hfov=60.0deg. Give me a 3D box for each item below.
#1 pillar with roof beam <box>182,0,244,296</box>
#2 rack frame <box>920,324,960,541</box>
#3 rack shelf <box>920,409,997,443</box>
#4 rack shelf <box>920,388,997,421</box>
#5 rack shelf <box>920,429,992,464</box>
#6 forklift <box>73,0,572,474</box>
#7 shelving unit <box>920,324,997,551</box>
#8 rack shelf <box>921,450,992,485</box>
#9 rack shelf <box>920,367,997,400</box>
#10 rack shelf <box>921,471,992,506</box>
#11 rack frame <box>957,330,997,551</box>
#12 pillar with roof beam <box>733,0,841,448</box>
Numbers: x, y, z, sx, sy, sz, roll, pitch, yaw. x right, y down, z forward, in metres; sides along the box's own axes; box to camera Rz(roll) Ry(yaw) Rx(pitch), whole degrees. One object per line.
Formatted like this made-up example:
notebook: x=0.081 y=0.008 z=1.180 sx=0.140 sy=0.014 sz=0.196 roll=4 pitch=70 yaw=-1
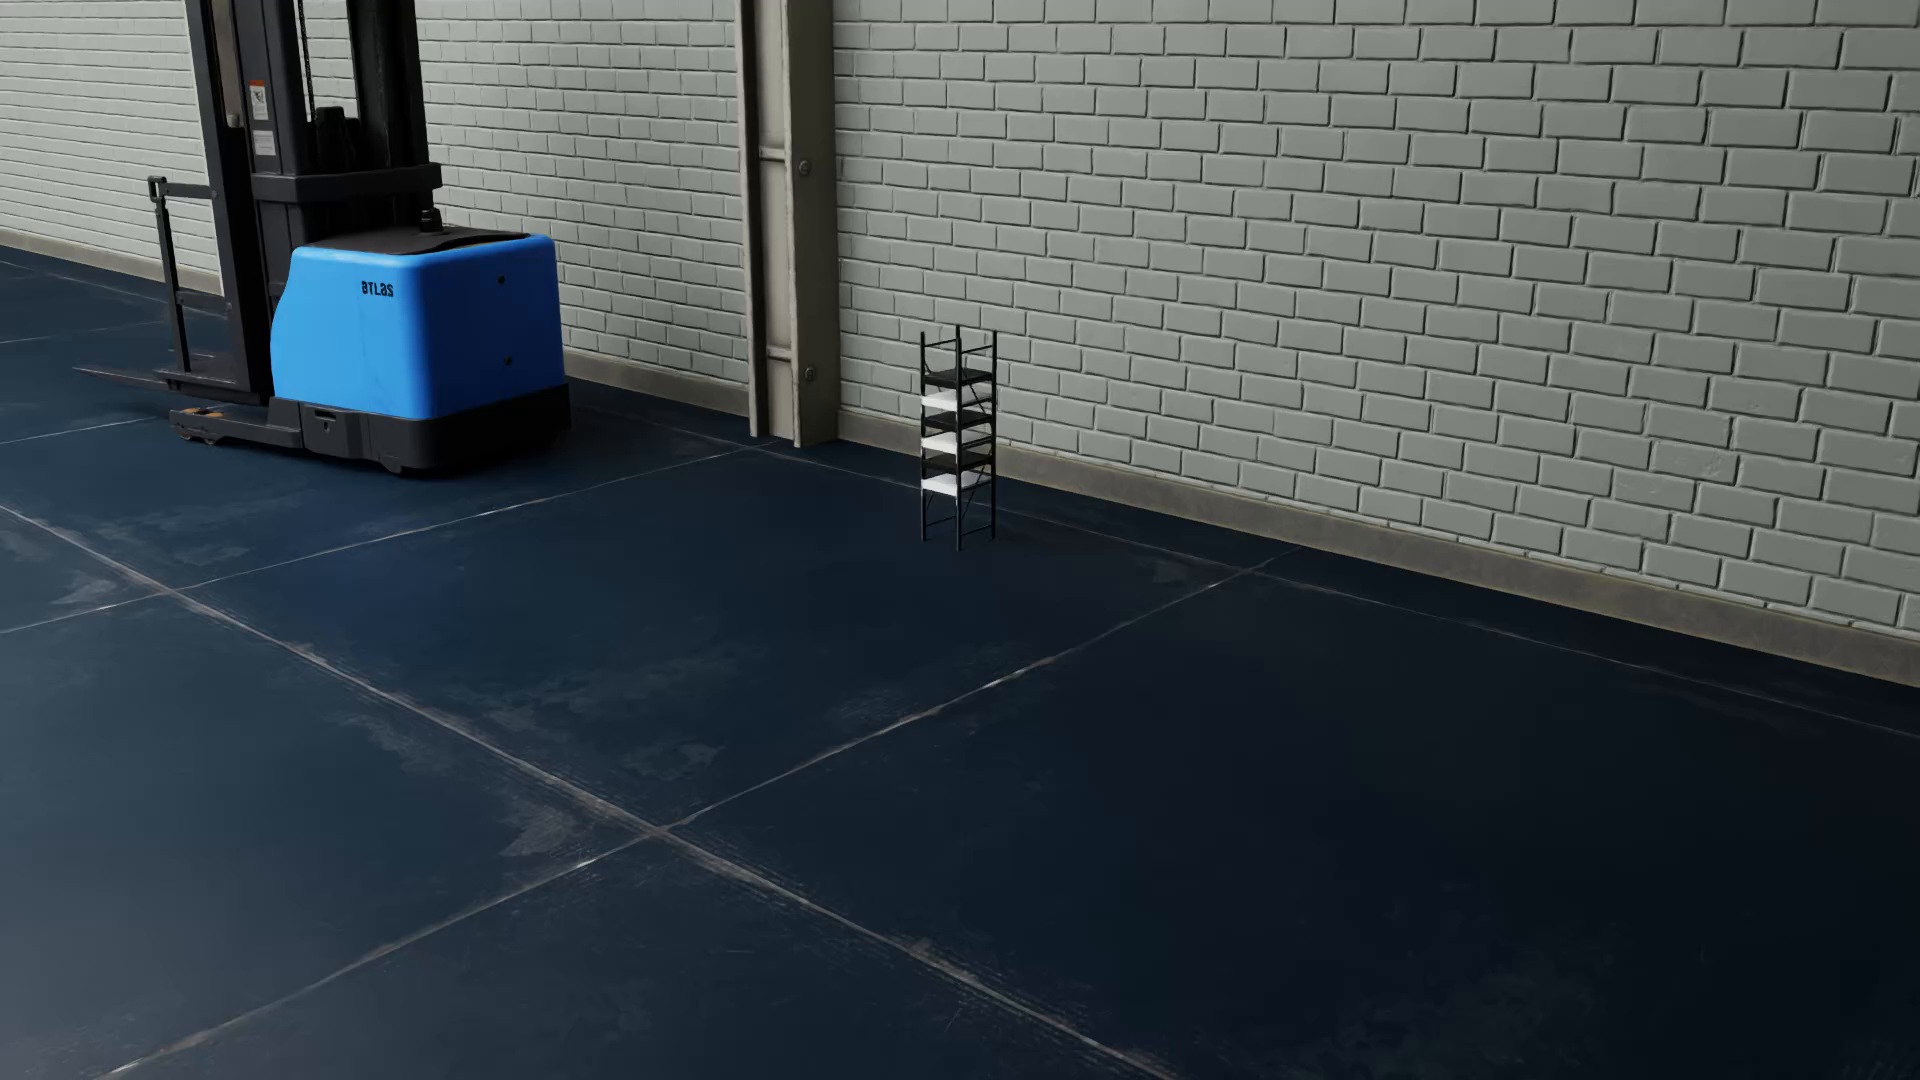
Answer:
pillar with roof beam: x=-8.217 y=-5.071 z=8.215 sx=0.400 sy=9.000 sz=9.100 roll=15 pitch=23 yaw=39
rack frame: x=-0.082 y=-0.451 z=7.045 sx=0.006 sy=0.900 sz=0.240 roll=15 pitch=23 yaw=39
rack shelf: x=-0.006 y=-0.485 z=6.964 sx=0.200 sy=0.077 sz=0.258 roll=15 pitch=23 yaw=39
rack shelf: x=-0.006 y=-0.570 z=6.936 sx=0.200 sy=0.077 sz=0.258 roll=15 pitch=23 yaw=39
rack shelf: x=-0.006 y=-0.399 z=6.991 sx=0.200 sy=0.077 sz=0.258 roll=15 pitch=23 yaw=39
forklift: x=-3.577 y=-2.023 z=8.642 sx=3.031 sy=2.935 sz=1.130 roll=10 pitch=20 yaw=29
shelving unit: x=-0.006 y=-0.431 z=6.981 sx=0.210 sy=0.900 sz=0.258 roll=15 pitch=23 yaw=39
rack shelf: x=-0.006 y=-0.313 z=7.018 sx=0.200 sy=0.077 sz=0.258 roll=15 pitch=23 yaw=39
rack shelf: x=-0.006 y=-0.656 z=6.909 sx=0.200 sy=0.077 sz=0.258 roll=15 pitch=23 yaw=39
rack shelf: x=-0.006 y=-0.227 z=7.045 sx=0.200 sy=0.077 sz=0.258 roll=15 pitch=23 yaw=39
rack frame: x=0.070 y=-0.410 z=6.916 sx=0.006 sy=0.900 sz=0.240 roll=15 pitch=23 yaw=39
pillar with roof beam: x=-3.729 y=-3.867 z=4.419 sx=0.400 sy=9.000 sz=9.100 roll=15 pitch=23 yaw=39
